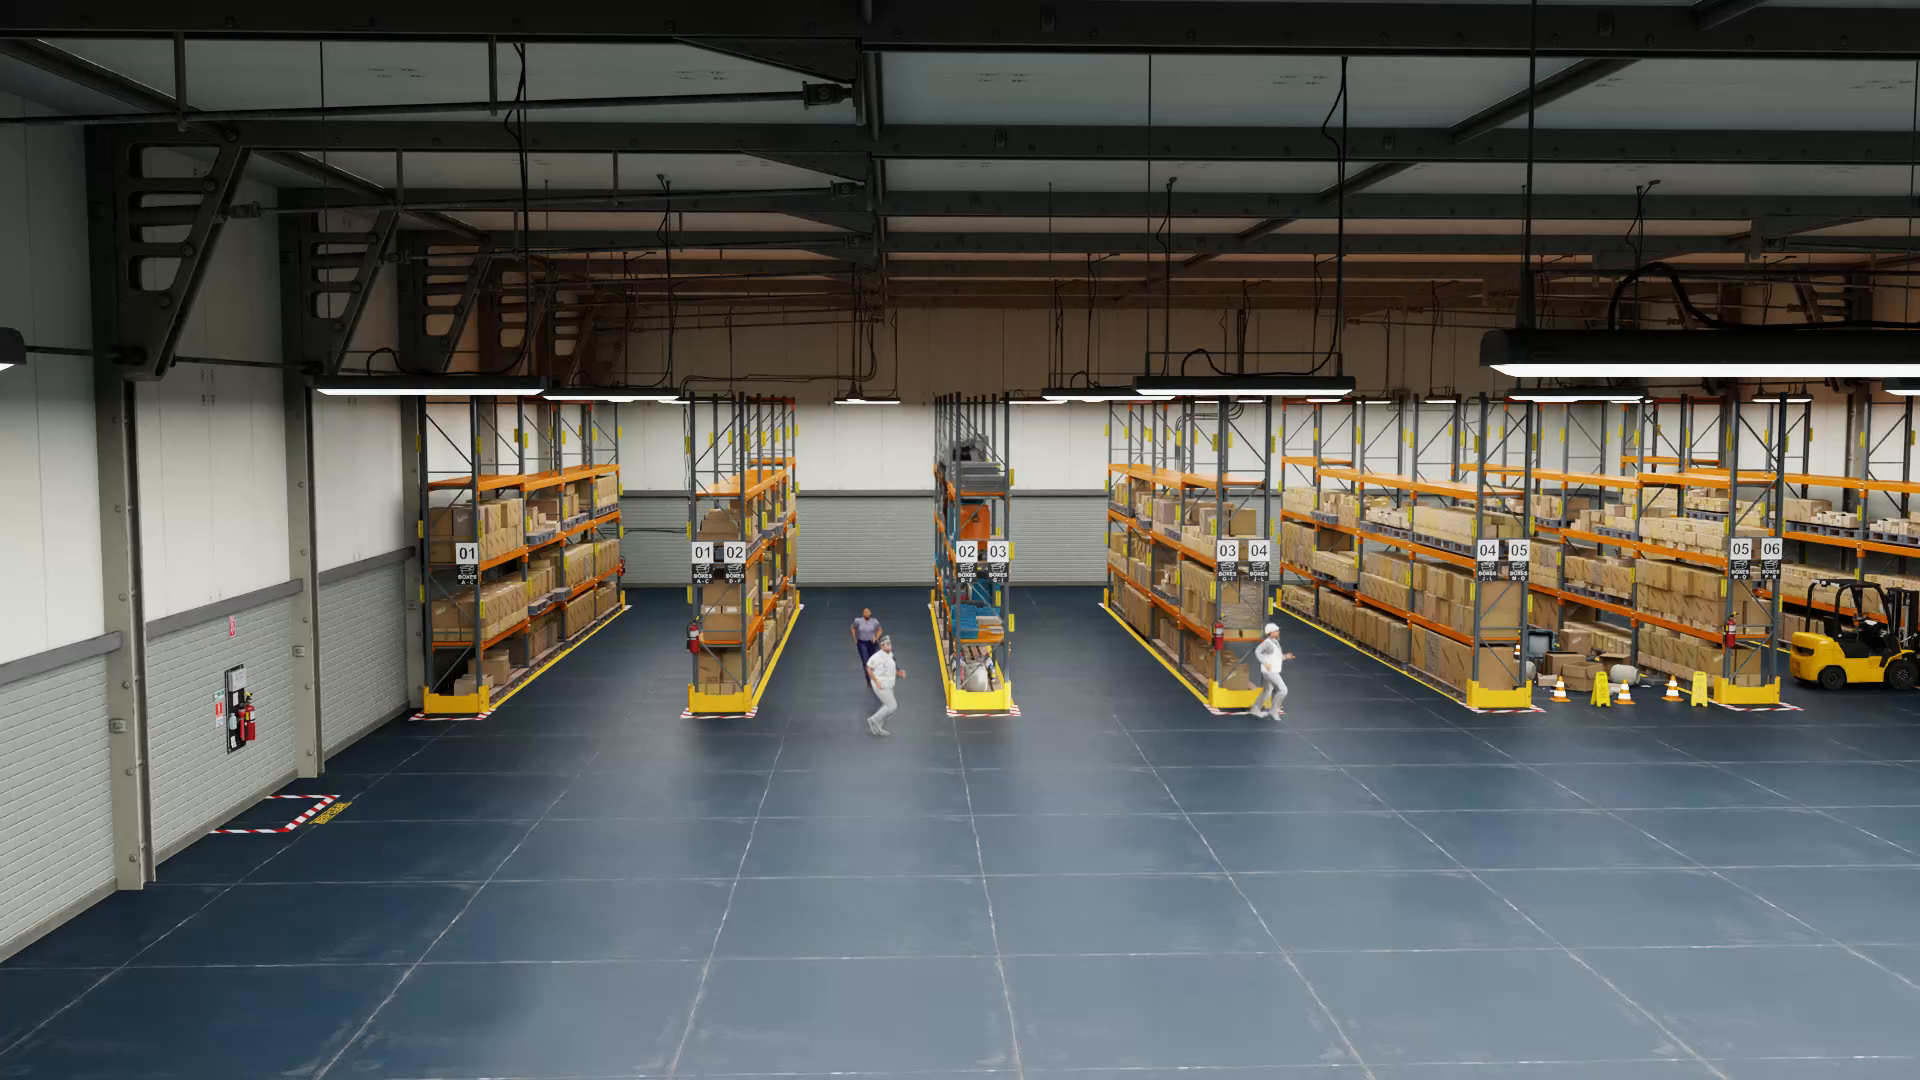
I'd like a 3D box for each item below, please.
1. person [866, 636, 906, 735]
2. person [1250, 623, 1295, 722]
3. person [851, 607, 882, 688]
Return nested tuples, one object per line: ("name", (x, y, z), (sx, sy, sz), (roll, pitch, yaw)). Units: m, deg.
("person", (-1.257, 2.528, 28.949), (0.602, 1.751, 0.643), (2, 5, 21))
("person", (5.682, 2.418, 30.311), (0.803, 1.803, 0.688), (2, 5, 21))
("person", (-1.920, 2.182, 34.249), (0.630, 1.644, 0.895), (-1, 5, -12))
